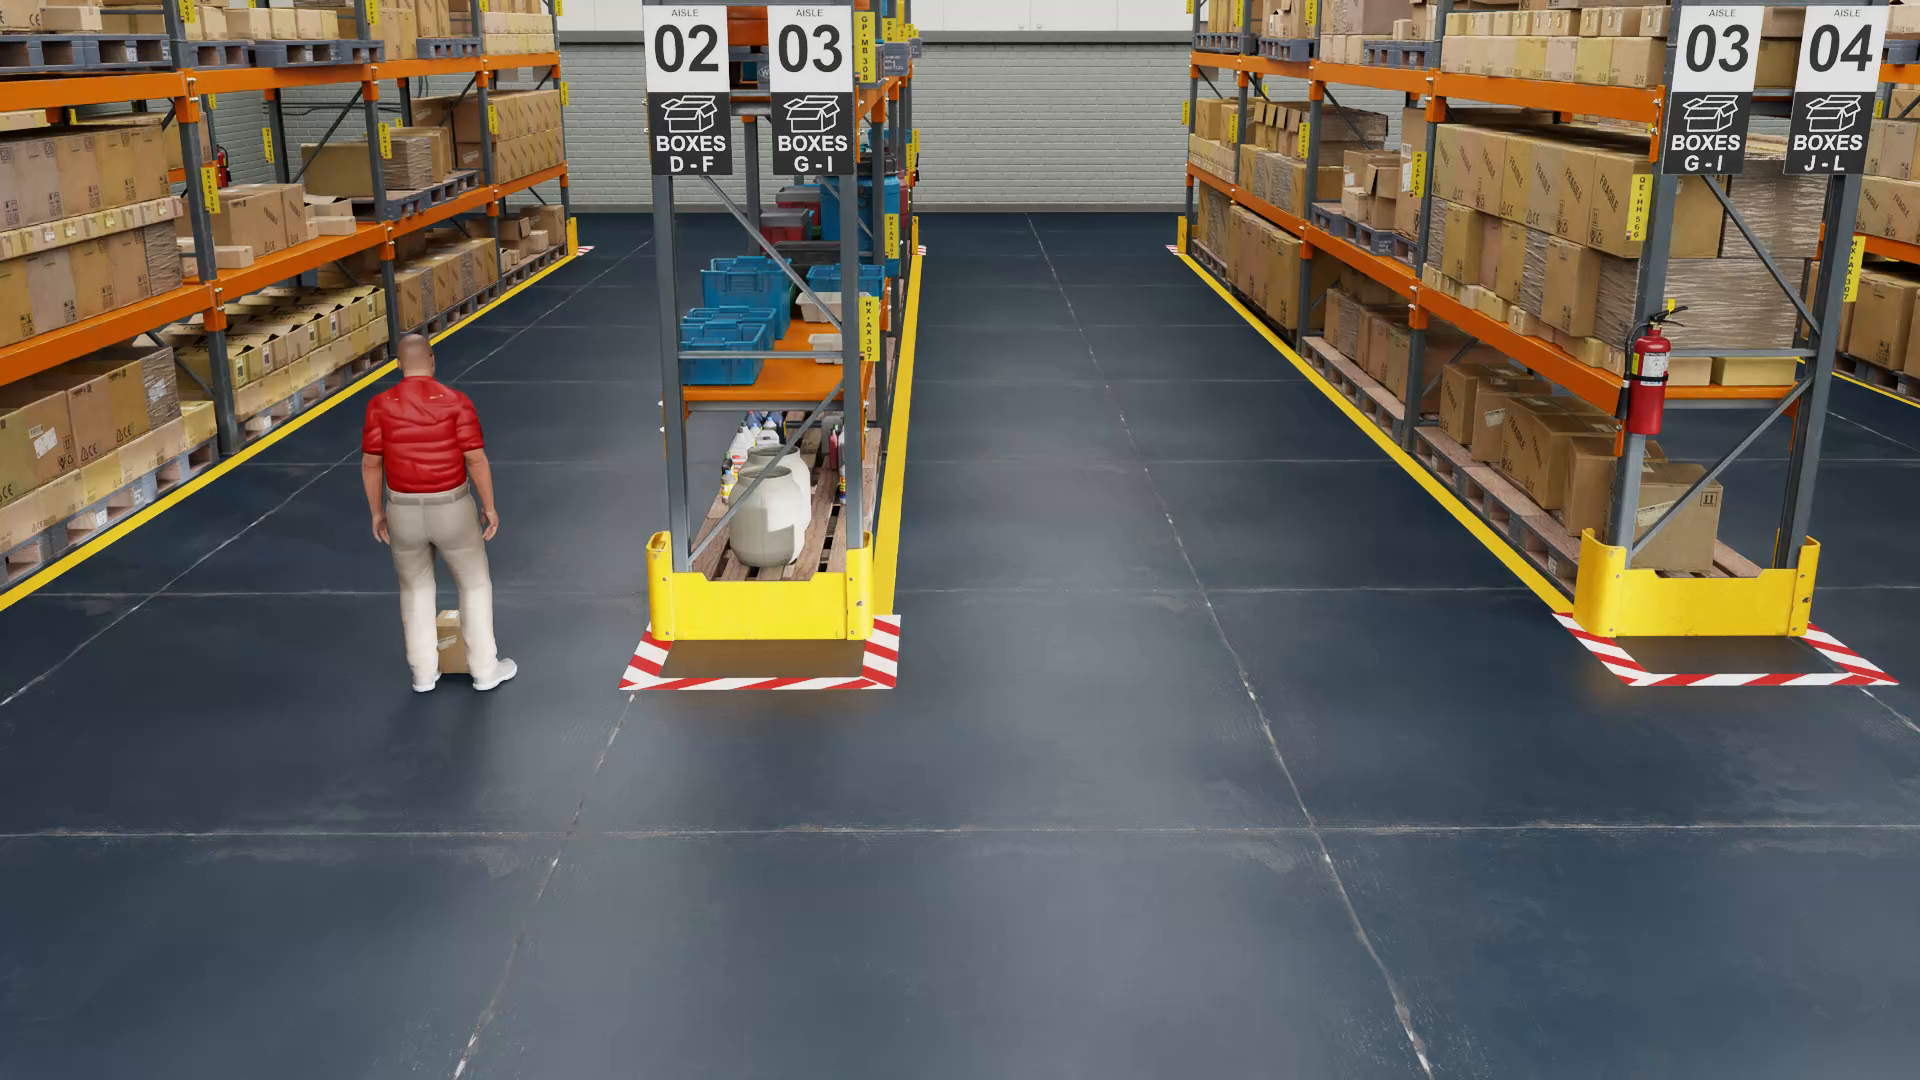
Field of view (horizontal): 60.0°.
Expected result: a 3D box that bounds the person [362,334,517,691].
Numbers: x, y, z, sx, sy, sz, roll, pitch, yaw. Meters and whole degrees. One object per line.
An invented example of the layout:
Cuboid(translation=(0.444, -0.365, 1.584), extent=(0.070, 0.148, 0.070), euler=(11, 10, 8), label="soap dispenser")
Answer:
Cuboid(translation=(-2.516, -0.120, 7.959), extent=(0.606, 1.727, 0.387), euler=(-1, 17, -4), label="person")
